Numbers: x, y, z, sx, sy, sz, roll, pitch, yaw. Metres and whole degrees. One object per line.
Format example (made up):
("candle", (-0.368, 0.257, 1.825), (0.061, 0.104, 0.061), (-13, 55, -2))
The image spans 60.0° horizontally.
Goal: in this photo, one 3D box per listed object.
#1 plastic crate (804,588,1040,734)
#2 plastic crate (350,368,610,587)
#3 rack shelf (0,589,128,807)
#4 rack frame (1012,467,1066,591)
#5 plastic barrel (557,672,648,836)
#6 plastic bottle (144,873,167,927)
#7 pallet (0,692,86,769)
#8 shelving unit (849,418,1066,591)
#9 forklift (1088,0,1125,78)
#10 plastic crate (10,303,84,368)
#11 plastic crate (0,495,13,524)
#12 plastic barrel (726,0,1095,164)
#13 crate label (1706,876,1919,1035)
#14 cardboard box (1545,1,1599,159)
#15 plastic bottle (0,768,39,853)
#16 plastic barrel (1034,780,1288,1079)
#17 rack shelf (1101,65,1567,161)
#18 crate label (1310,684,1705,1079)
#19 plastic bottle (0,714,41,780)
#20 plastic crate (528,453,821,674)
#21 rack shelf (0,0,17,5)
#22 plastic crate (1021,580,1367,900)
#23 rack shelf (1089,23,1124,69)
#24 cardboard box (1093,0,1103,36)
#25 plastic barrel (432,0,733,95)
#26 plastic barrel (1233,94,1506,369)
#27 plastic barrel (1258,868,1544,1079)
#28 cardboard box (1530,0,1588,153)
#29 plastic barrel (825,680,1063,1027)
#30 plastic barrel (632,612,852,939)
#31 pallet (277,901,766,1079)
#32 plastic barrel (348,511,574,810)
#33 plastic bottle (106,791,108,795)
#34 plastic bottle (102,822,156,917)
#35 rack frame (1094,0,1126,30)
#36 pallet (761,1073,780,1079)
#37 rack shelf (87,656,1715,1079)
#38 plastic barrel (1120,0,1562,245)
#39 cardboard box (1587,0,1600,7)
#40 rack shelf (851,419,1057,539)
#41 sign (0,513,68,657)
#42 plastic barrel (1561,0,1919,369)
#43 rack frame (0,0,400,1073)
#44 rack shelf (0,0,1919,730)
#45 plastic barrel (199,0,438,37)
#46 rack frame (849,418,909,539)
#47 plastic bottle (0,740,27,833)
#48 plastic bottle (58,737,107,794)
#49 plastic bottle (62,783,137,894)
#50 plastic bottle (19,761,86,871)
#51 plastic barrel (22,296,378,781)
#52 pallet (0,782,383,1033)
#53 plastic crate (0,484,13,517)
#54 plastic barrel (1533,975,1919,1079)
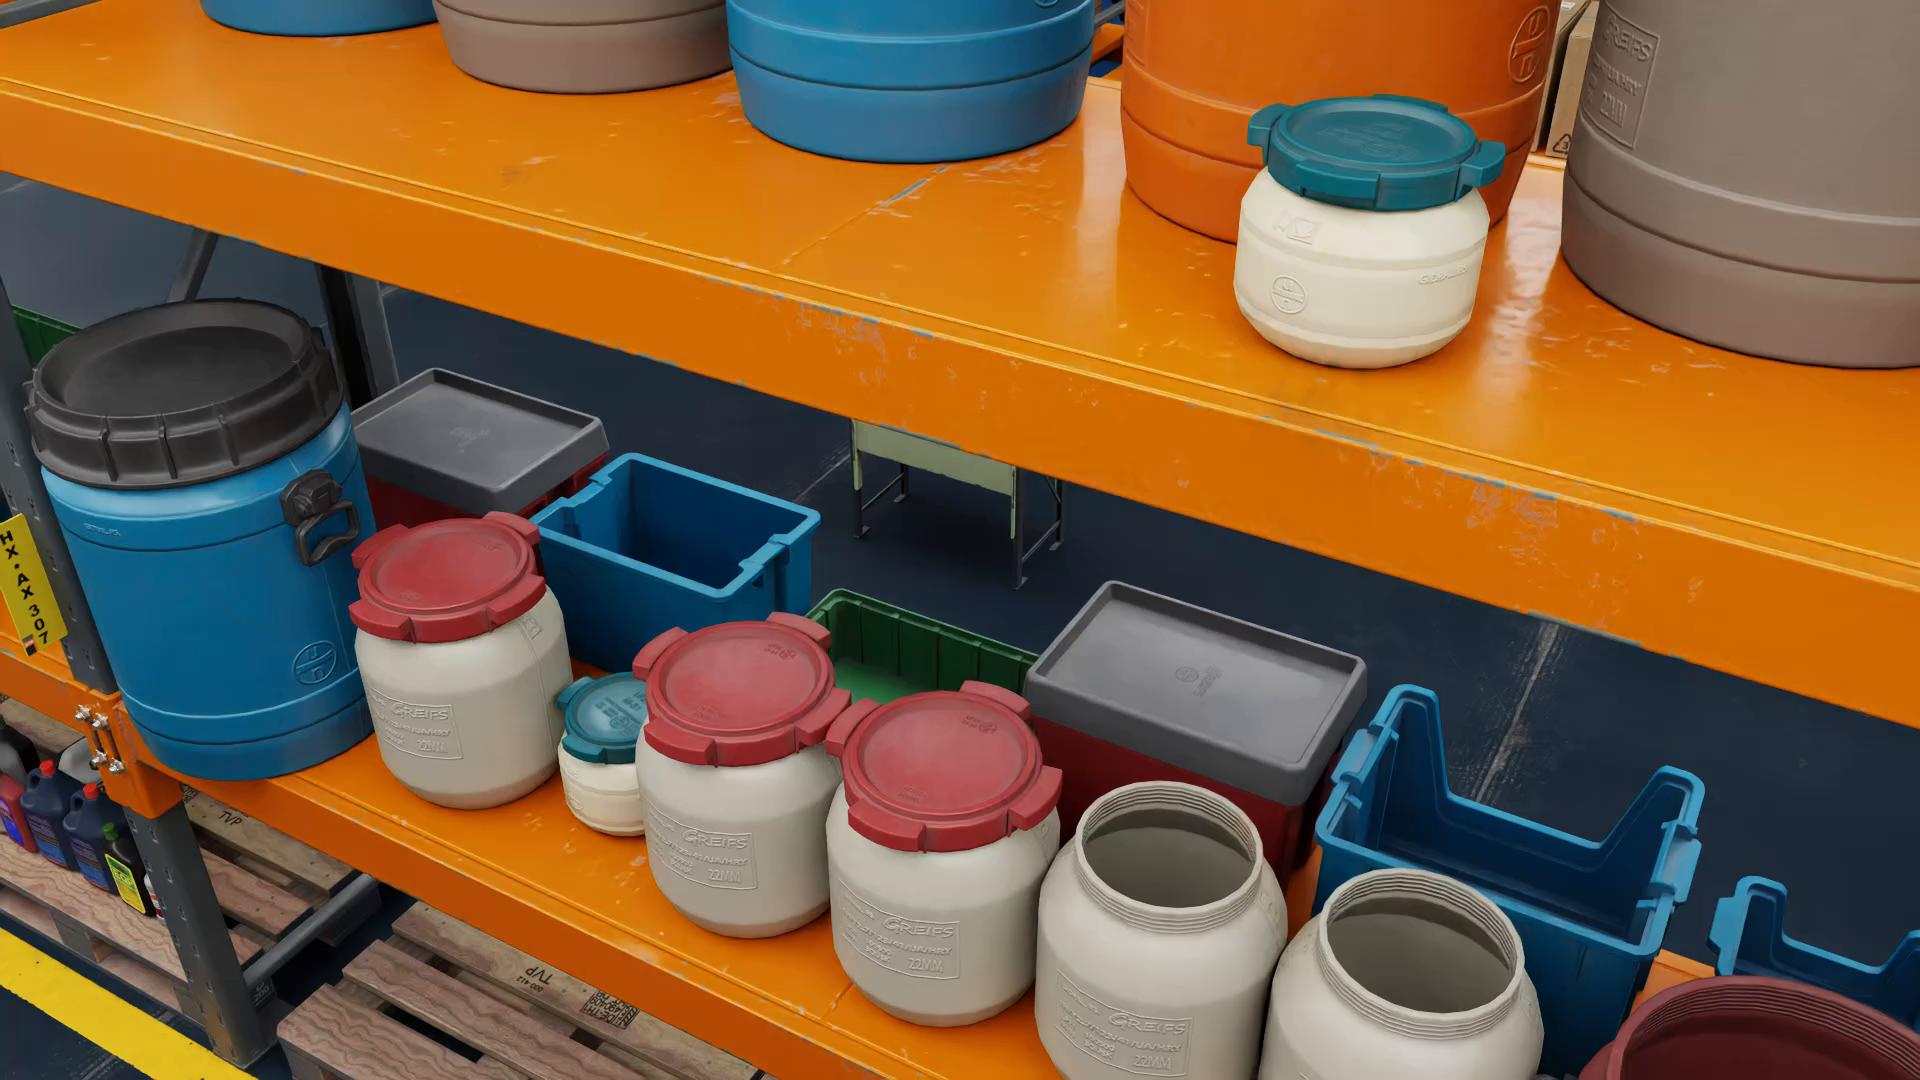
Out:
("plastic crate", (-0.113, 0.386, 3.656), (0.662, 0.188, 0.450), (18, 37, 24))
("plastic crate", (-1.193, -0.086, 4.115), (0.583, 0.464, 0.402), (18, 37, 24))
("rack shelf", (-3.501, -0.296, 5.137), (4.000, 0.370, 1.077), (18, 37, 24))
("rack frame", (0.312, -0.525, 6.186), (0.023, 1.500, 0.400), (18, 37, 24))
("plastic barrel", (-0.692, 0.450, 3.493), (0.301, 0.262, 0.301), (0, 34, 0))
("plastic bottle", (-2.234, 0.986, 4.690), (0.097, 0.201, 0.097), (0, 34, 0))
("pallet", (-3.391, 0.575, 5.695), (1.213, 0.211, 1.003), (18, 37, 24))
("shelving unit", (-0.006, -0.626, 6.337), (0.755, 1.500, 0.431), (18, 37, 24))
("forklift", (1.713, -3.719, 9.691), (3.031, 2.935, 1.130), (15, 37, 22))
("plastic crate", (-2.803, -0.466, 4.935), (0.662, 0.188, 0.450), (18, 37, 24))
("plastic crate", (-2.860, -0.157, 4.414), (0.616, 0.251, 0.499), (18, 37, 24))
("plastic barrel", (-0.080, -1.108, 2.548), (0.708, 0.901, 0.600), (18, 37, 24))
("crate label", (1.528, 0.828, 2.951), (0.416, 0.233, 0.303), (18, 37, 24))
("cardboard box", (2.704, -1.823, 6.692), (0.500, 0.500, 0.500), (16, 37, 22))
("plastic bottle", (-2.796, 0.786, 4.917), (0.133, 0.283, 0.061), (20, 39, 27))
("plastic barrel", (0.343, 0.712, 2.874), (0.421, 0.512, 0.421), (0, 34, 0))
("rack shelf", (2.433, -1.579, 7.063), (4.000, 0.370, 1.077), (18, 37, 24))
("crate label", (0.980, 0.636, 3.056), (0.616, 0.435, 0.502), (18, 37, 24))
("plastic bottle", (-2.886, 0.666, 5.098), (0.133, 0.283, 0.061), (18, 37, 24))
("plastic crate", (-0.653, 0.115, 3.886), (0.575, 0.384, 0.392), (18, 37, 24))
("rack shelf", (-3.501, -1.545, 4.306), (4.000, 0.370, 1.077), (18, 37, 24))
("plastic crate", (0.457, 0.436, 3.331), (0.583, 0.464, 0.402), (18, 37, 24))
("rack shelf", (-1.040, -2.679, 8.715), (4.000, 0.370, 1.077), (18, 37, 24))
("cardboard box", (0.308, -2.589, 7.841), (0.500, 0.500, 0.700), (17, 37, 23))
("plastic barrel", (-0.648, -1.287, 2.818), (0.600, 0.901, 0.600), (0, 34, 0))
("plastic barrel", (0.488, -0.374, 2.024), (0.301, 0.262, 0.301), (0, 34, 0))
("plastic barrel", (0.709, 0.828, 2.700), (0.421, 0.512, 0.421), (0, 34, 0))
("cardboard box", (2.247, -1.968, 6.909), (0.500, 0.500, 0.500), (18, 38, 24))
("plastic barrel", (-0.030, 0.587, 3.039), (0.433, 0.535, 0.433), (0, 34, 0))
("plastic barrel", (-0.406, 0.468, 3.218), (0.433, 0.535, 0.433), (0, 34, 0))
("pallet", (-1.064, 1.312, 4.589), (1.213, 0.211, 1.003), (18, 37, 24))
("plastic barrel", (-1.043, 0.267, 3.521), (0.433, 0.535, 0.433), (0, 34, 0))
("plastic bottle", (-2.396, 0.766, 4.886), (0.185, 0.351, 0.144), (18, 37, 24))
("plastic bottle", (-2.346, 0.928, 4.703), (0.133, 0.283, 0.061), (20, 38, 27))
("rack frame", (0.696, -2.428, 7.690), (0.127, 3.000, 1.000), (18, 37, 24))
("pallet", (0.000, 1.647, 4.086), (1.213, 0.211, 1.003), (18, 37, 24))
("rack shelf", (-0.028, 0.804, 3.485), (4.000, 0.370, 1.077), (18, 37, 24))
("plastic barrel", (0.535, -0.883, 2.276), (0.708, 0.830, 0.600), (18, 37, 24))
("cardboard box", (4.272, -3.643, 11.373), (0.500, 0.500, 0.700), (17, 37, 23))
("rack shelf", (-0.006, -0.355, 6.518), (0.720, 0.370, 0.431), (18, 37, 24))
("sign", (-2.047, 0.101, 3.642), (0.005, 0.325, 0.100), (18, 37, 24))
("plastic barrel", (1.103, -0.733, 1.986), (0.600, 0.901, 0.600), (0, 34, 0))
("rack frame", (-1.765, -0.046, 4.112), (0.127, 3.000, 1.000), (18, 37, 24))
("rack shelf", (-0.028, -0.445, 2.654), (4.000, 0.370, 1.077), (18, 37, 24))
("plastic barrel", (-1.216, -1.467, 3.089), (0.708, 0.901, 0.600), (18, 37, 24))
("rack frame", (-0.324, -0.727, 6.488), (0.023, 1.500, 0.400), (18, 37, 24))
("plastic bottle", (-2.914, 0.694, 4.995), (0.185, 0.351, 0.144), (17, 37, 24))
("plastic bottle", (-2.582, 0.736, 4.999), (0.135, 0.276, 0.152), (18, 37, 24))
("plastic bottle", (-2.467, 0.836, 4.782), (0.185, 0.351, 0.144), (17, 37, 23))
("plastic bottle", (-2.634, 0.783, 4.861), (0.185, 0.351, 0.144), (16, 37, 22))
("plastic barrel", (-1.580, -0.002, 3.595), (0.708, 0.901, 0.600), (18, 37, 24))
("pallet", (-2.327, 0.910, 5.192), (1.213, 0.211, 1.003), (18, 37, 24))
("plastic crate", (-2.156, -0.225, 4.437), (0.504, 0.338, 0.767), (18, 37, 24))
("plastic barrel", (1.155, 1.016, 2.395), (0.708, 0.536, 0.600), (18, 37, 24))
